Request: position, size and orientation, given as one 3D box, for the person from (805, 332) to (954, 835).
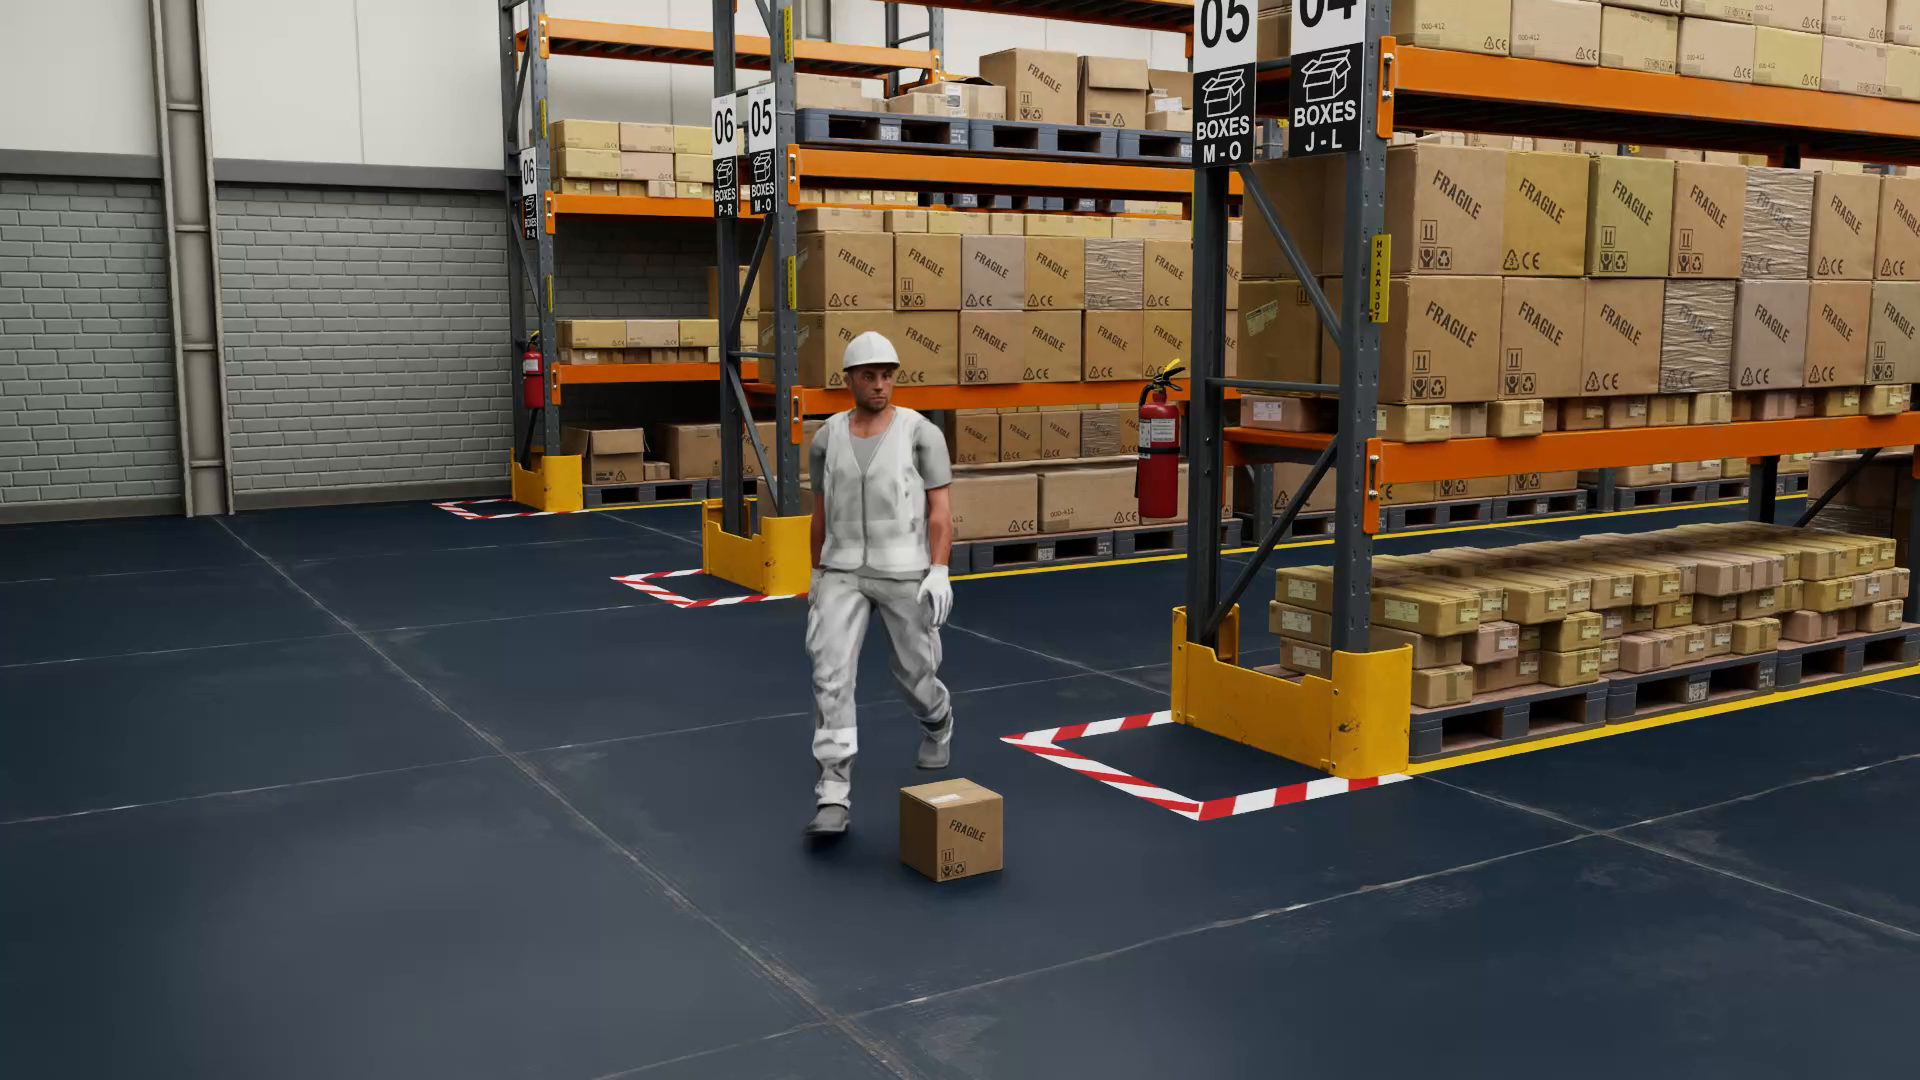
[{"bbox_3d":[-0.307,0.131,5.952,0.575,1.737,1.005,1,8,10],"label":"person"}]
